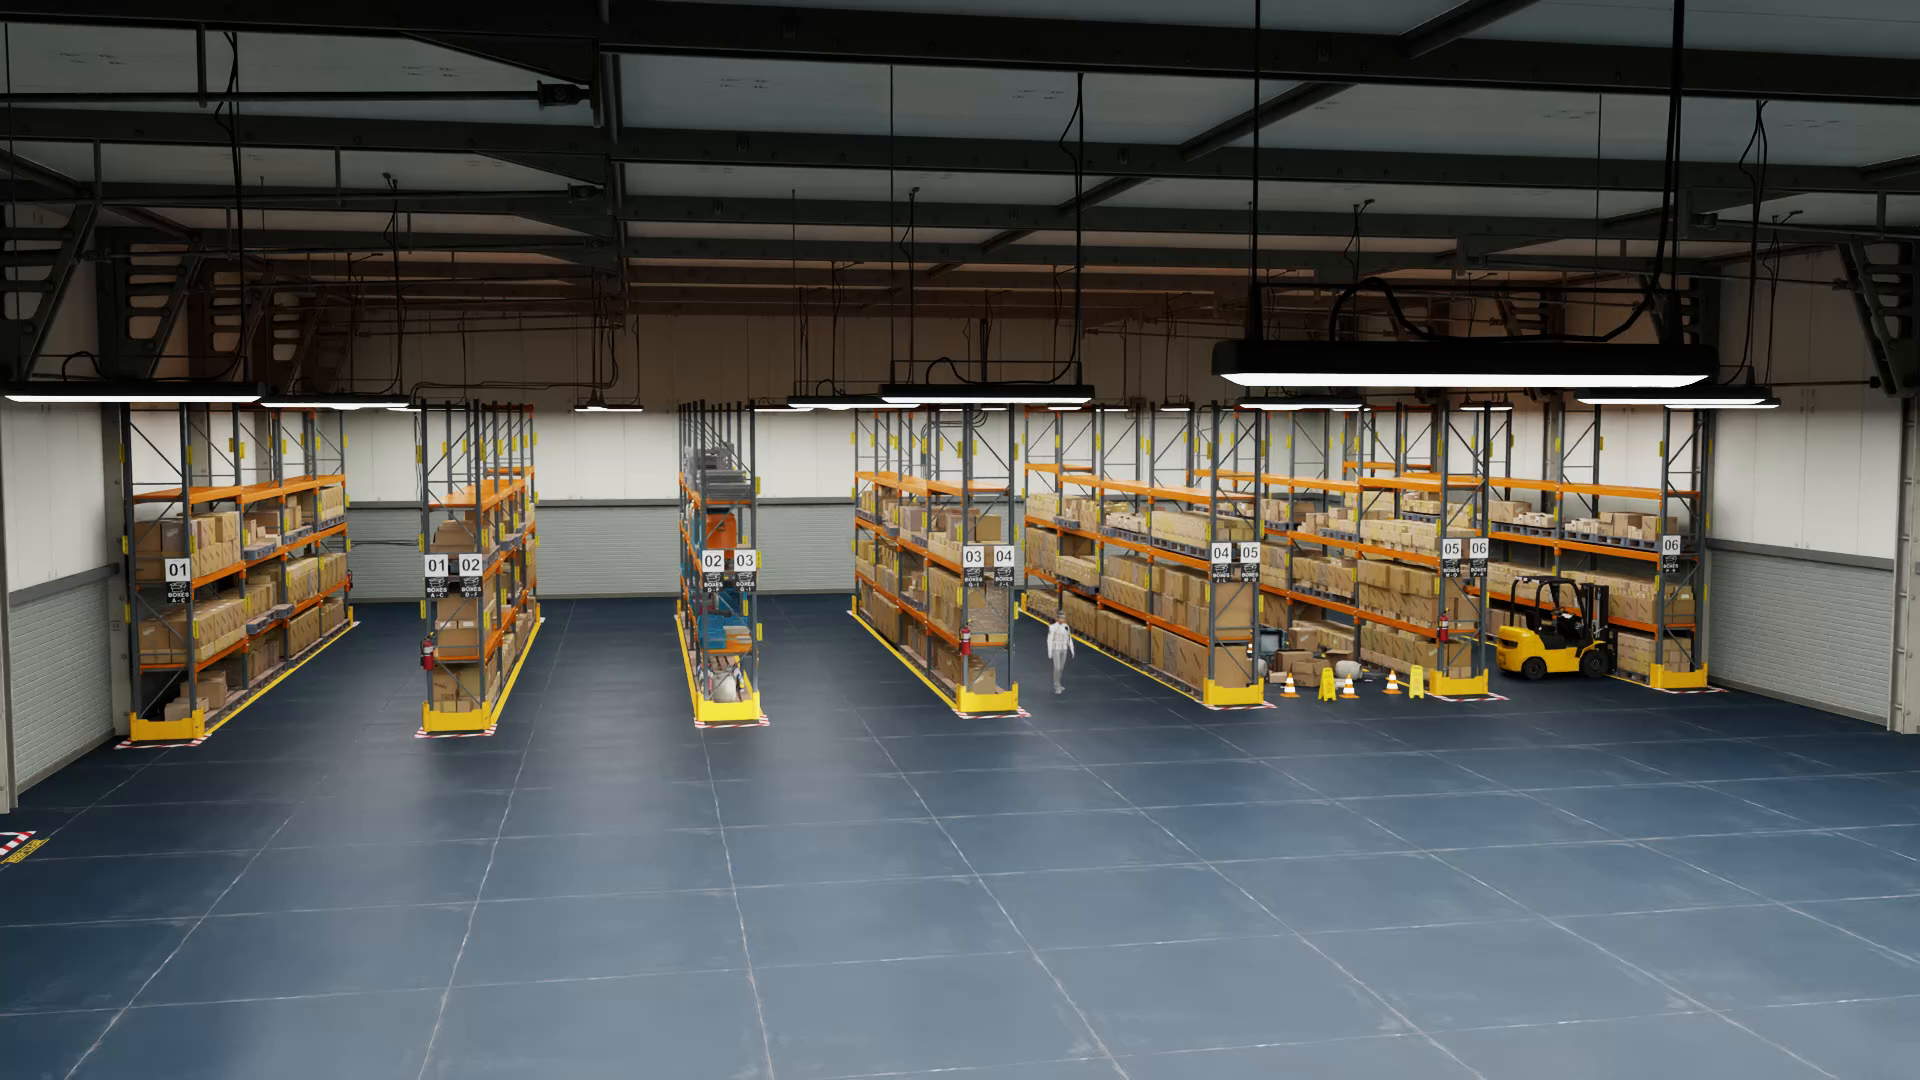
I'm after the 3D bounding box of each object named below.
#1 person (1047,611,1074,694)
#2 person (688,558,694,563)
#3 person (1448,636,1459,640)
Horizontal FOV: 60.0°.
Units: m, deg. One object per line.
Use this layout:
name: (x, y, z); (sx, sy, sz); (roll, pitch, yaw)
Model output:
person: (2.066, 2.322, 34.350); (0.533, 1.724, 0.481); (-3, 5, -30)
person: (-7.902, 1.110, 49.994); (0.562, 1.727, 0.945); (-4, 6, -42)
person: (12.102, 1.813, 40.870); (0.519, 1.706, 0.369); (-4, 6, -42)
